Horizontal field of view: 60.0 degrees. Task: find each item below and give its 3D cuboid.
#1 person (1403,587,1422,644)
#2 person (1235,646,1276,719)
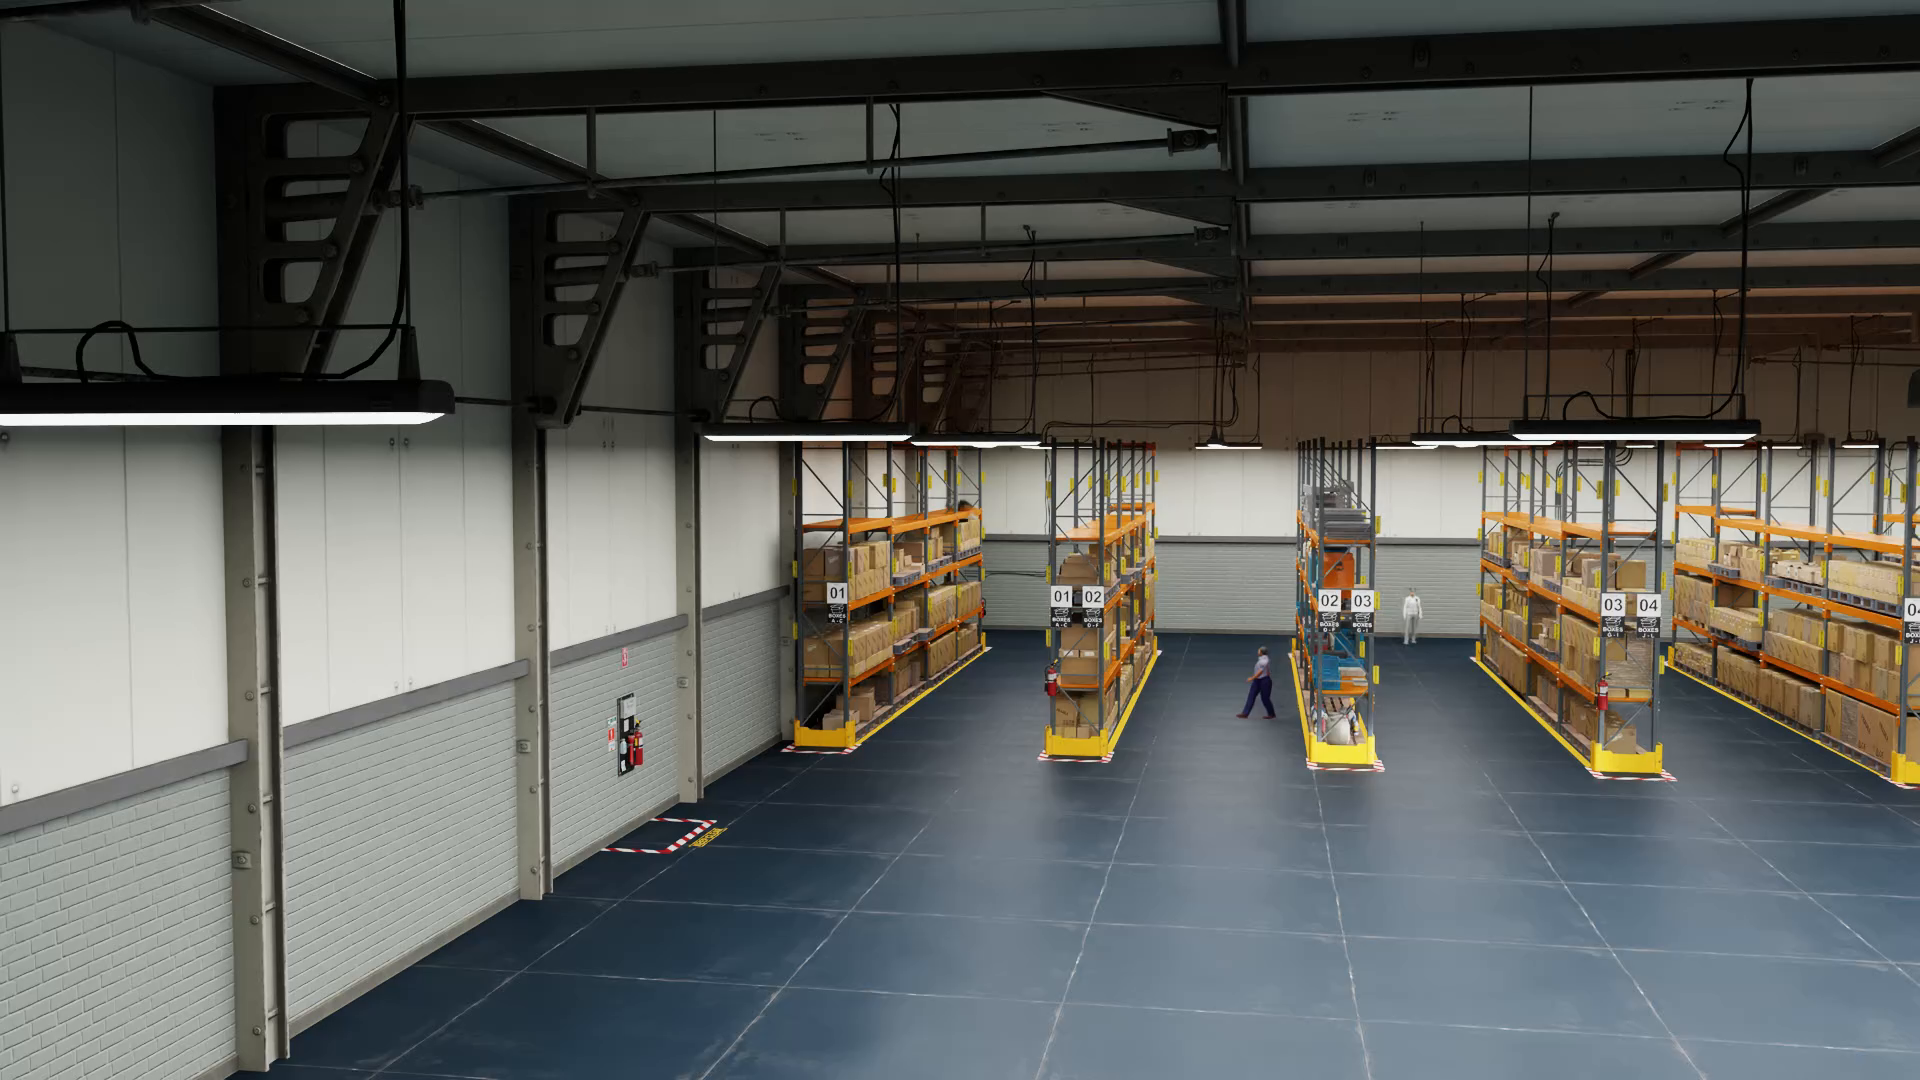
[{"bbox_3d":[13.534,2.261,49.705,0.543,1.702,0.444,0,3,6],"label":"person"},{"bbox_3d":[6.335,3.039,35.317,0.924,1.597,0.486,-2,3,-29],"label":"person"}]
